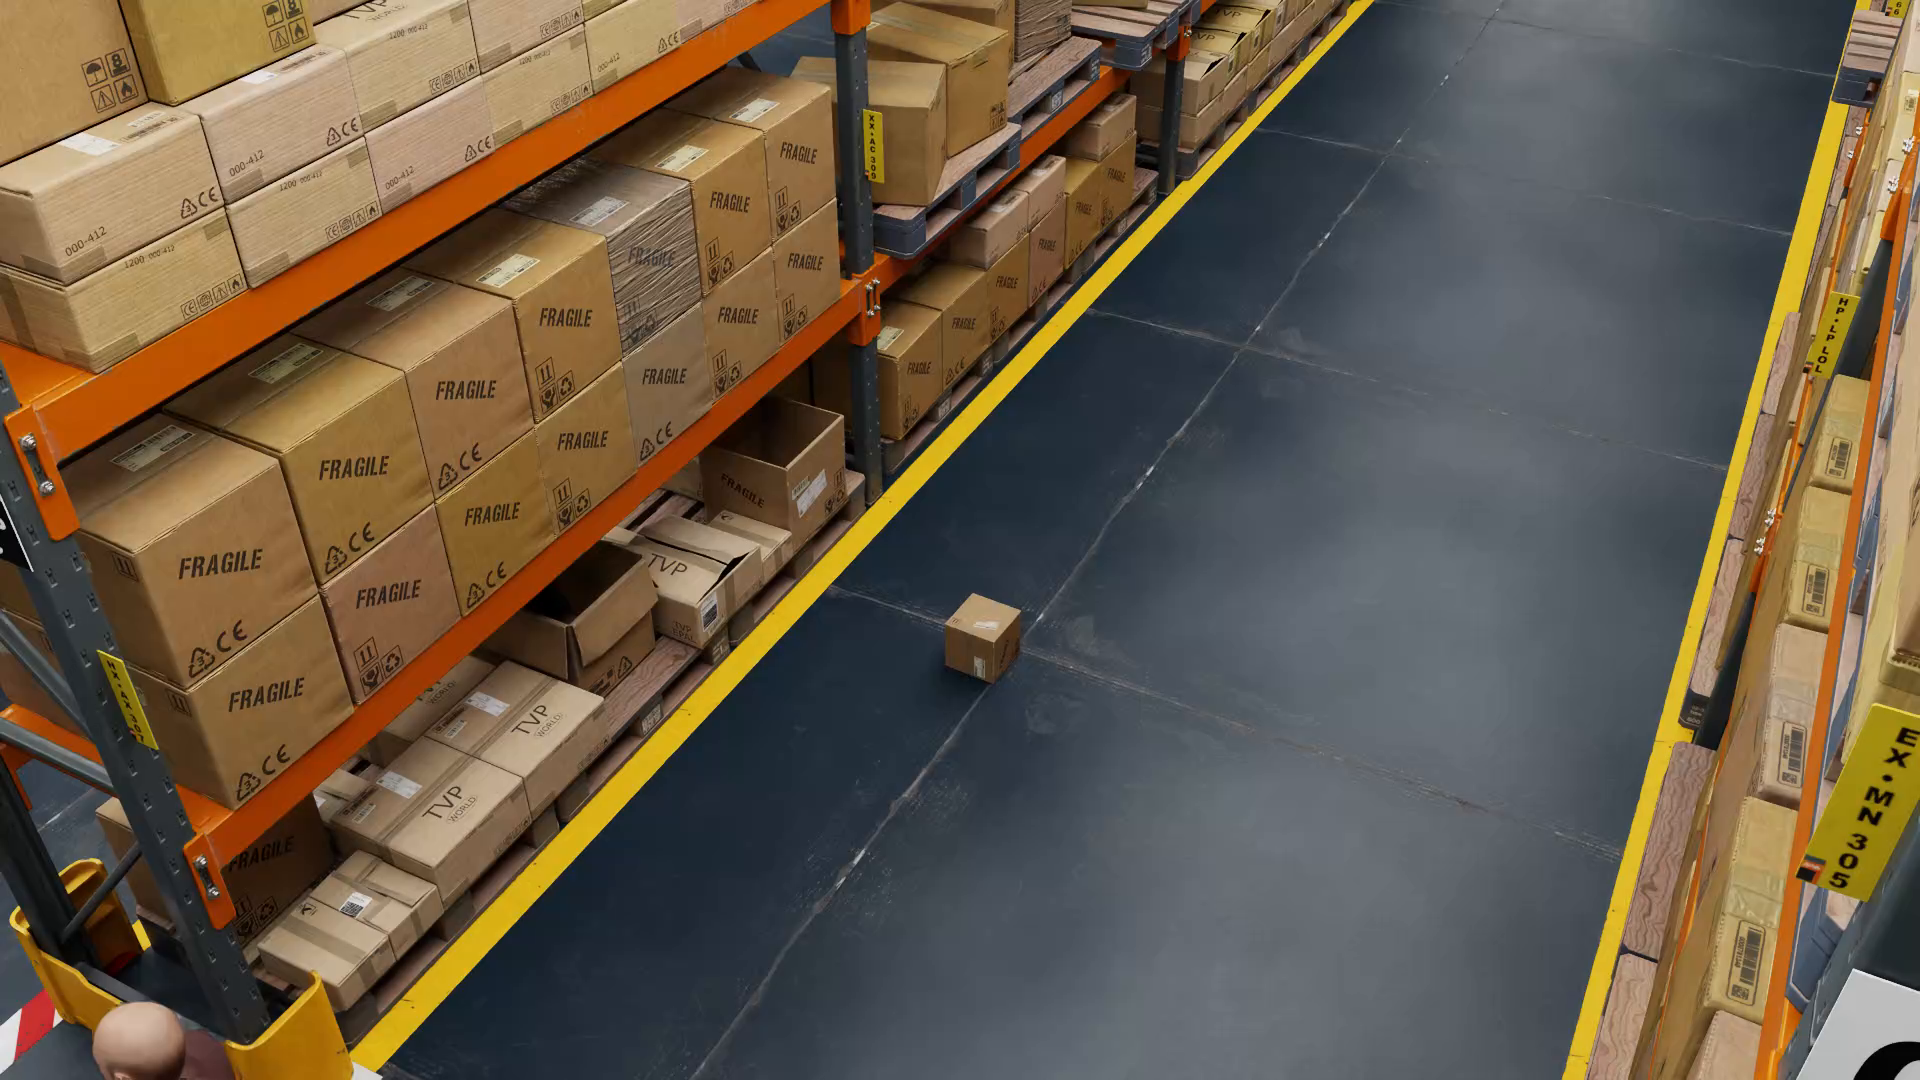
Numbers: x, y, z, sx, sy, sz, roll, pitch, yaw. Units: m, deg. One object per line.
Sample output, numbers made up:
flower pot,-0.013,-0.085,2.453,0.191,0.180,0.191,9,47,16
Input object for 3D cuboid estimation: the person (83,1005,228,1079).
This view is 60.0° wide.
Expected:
person,-1.938,1.875,4.296,0.766,1.758,0.649,-17,40,-20
